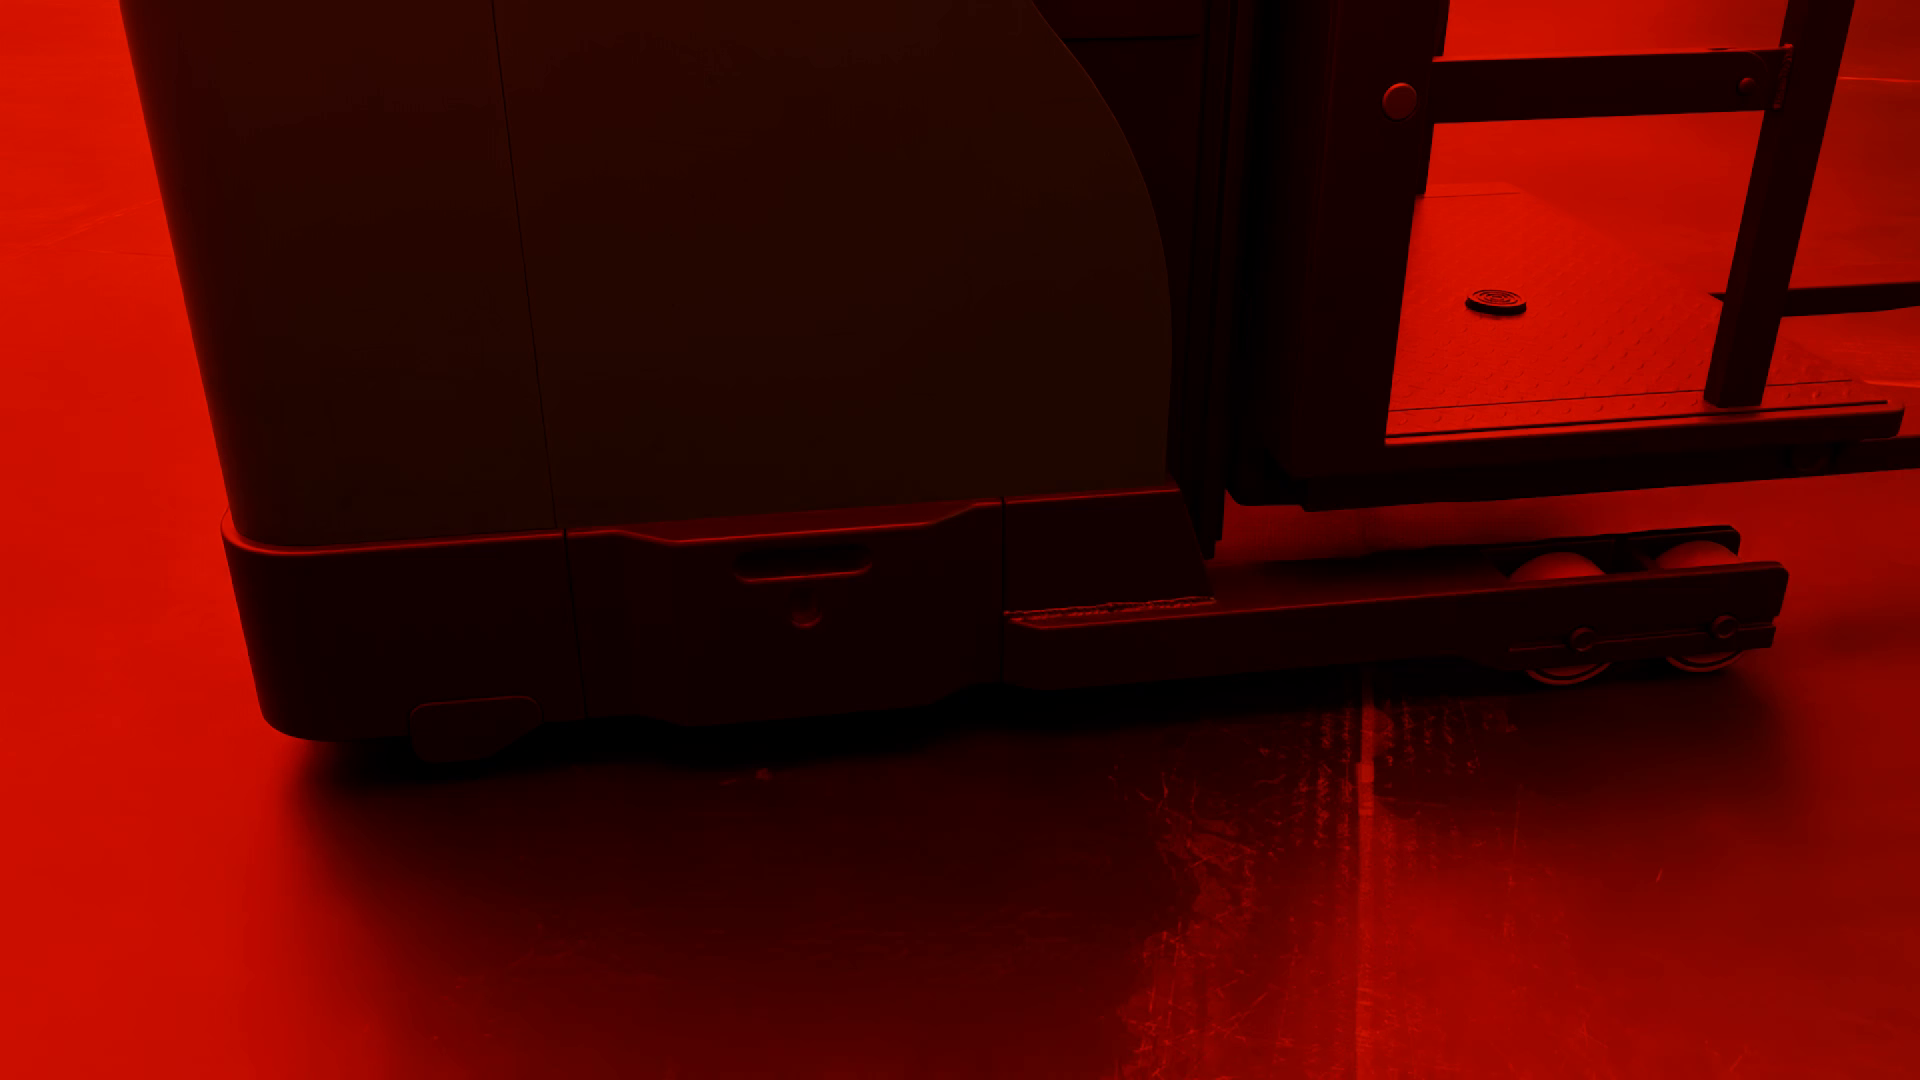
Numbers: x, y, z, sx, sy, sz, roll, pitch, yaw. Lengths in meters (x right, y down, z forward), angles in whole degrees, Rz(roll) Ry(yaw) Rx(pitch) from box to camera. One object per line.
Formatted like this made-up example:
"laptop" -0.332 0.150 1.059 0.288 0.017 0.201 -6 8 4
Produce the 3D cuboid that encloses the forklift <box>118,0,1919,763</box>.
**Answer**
"forklift" 0.600 -1.354 1.930 3.031 2.935 1.130 -4 27 -9
